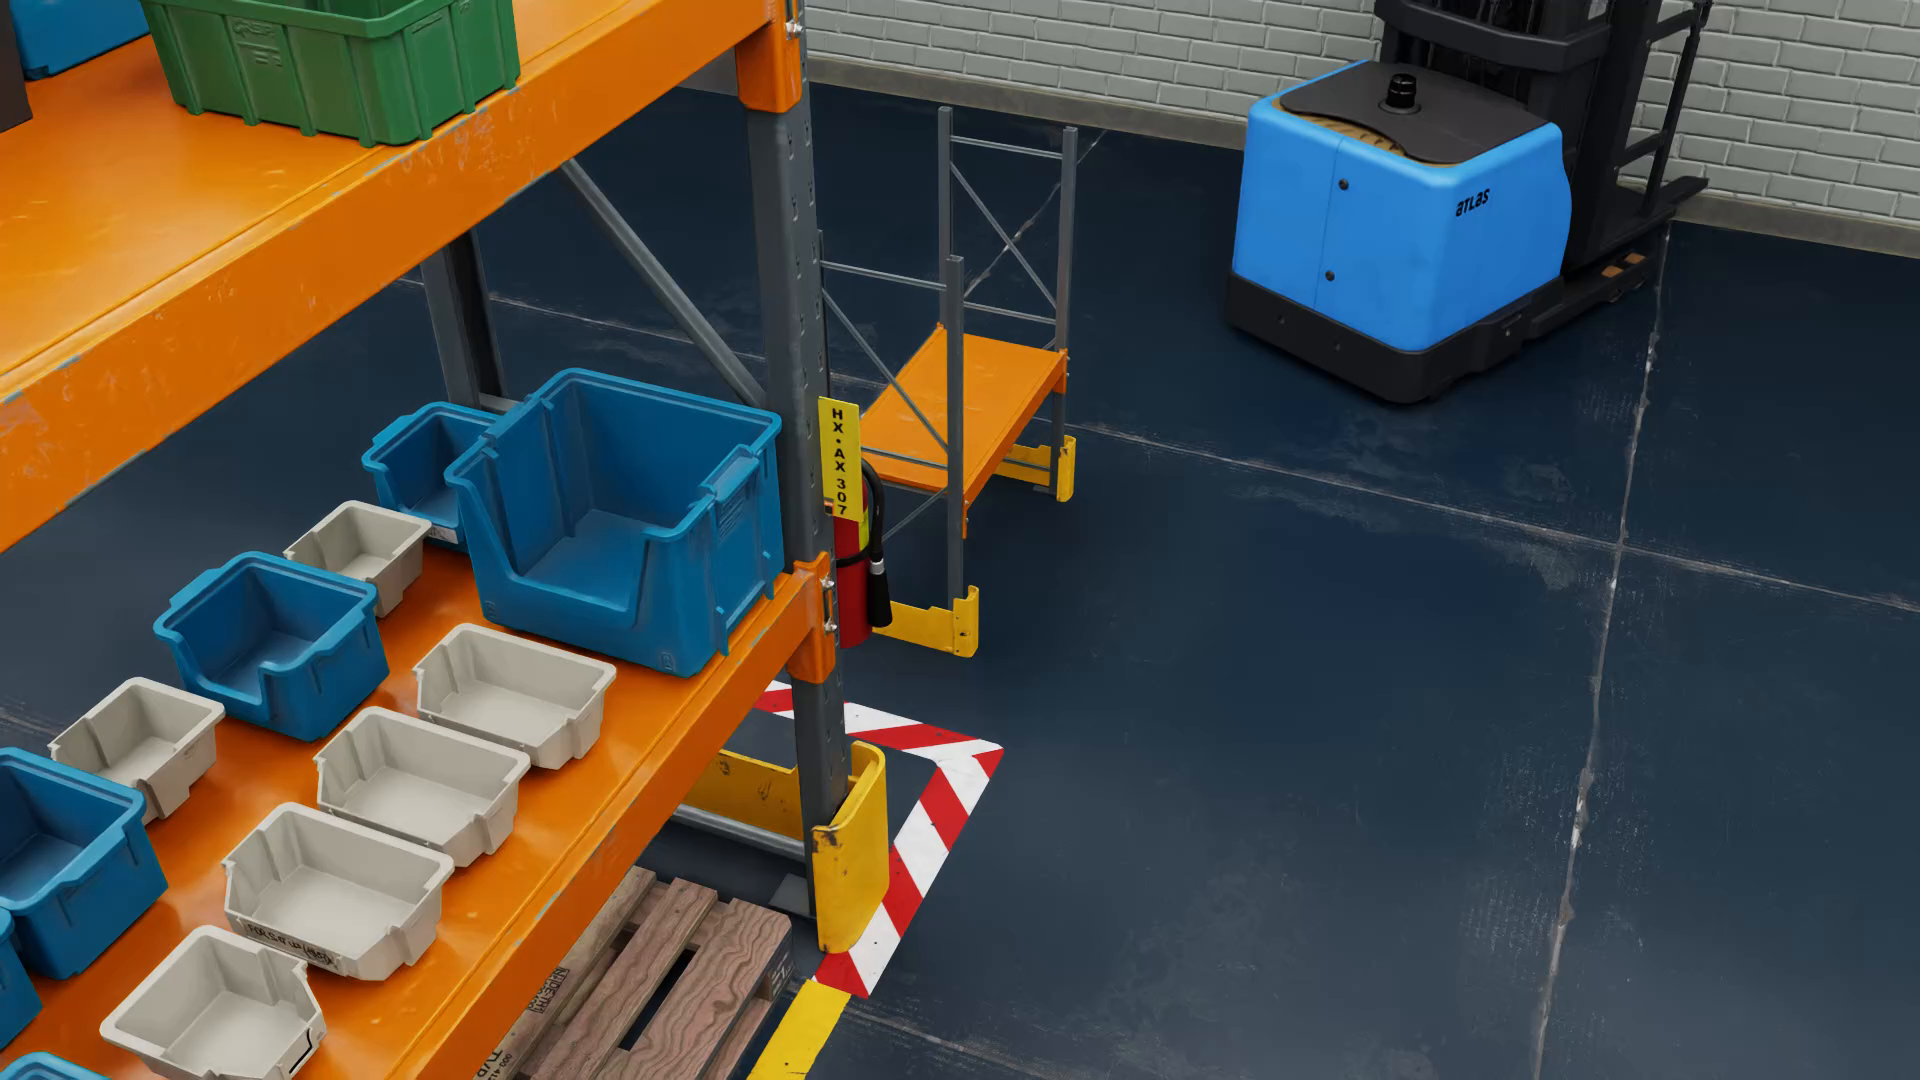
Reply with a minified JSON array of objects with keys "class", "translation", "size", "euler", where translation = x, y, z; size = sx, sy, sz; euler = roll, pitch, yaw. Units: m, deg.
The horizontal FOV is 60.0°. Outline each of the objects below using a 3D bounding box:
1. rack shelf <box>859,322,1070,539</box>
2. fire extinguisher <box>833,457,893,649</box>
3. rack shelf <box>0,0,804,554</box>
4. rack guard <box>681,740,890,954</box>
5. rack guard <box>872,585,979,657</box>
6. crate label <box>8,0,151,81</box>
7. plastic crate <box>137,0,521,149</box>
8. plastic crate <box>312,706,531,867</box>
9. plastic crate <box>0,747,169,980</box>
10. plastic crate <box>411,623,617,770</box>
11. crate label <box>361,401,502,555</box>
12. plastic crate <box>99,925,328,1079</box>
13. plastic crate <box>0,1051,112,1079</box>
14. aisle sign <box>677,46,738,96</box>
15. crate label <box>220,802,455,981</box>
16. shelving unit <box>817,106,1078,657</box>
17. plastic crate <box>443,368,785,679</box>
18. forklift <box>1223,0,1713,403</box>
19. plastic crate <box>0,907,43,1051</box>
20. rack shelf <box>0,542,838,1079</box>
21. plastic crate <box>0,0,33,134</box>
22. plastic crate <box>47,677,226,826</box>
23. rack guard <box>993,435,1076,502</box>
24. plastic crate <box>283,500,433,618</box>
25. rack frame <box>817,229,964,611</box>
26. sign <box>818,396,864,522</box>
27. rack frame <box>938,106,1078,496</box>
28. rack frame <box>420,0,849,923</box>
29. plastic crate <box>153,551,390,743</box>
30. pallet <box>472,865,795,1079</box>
[{"class":"rack shelf","translation":[-0.032,-0.409,5.845],"size":[0.538,0.185,1.000],"euler":[14,39,18]},{"class":"fire extinguisher","translation":[-0.313,-0.034,4.166],"size":[0.296,0.674,0.183],"euler":[14,39,18]},{"class":"rack shelf","translation":[-1.551,-0.041,1.894],"size":[1.077,0.370,4.000],"euler":[14,39,18]},{"class":"rack guard","translation":[-0.793,0.750,4.829],"size":[1.175,0.500,0.348],"euler":[14,39,18]},{"class":"rack guard","translation":[-0.219,0.218,5.750],"size":[0.587,0.250,0.087],"euler":[14,39,18]},{"class":"crate label","translation":[-1.440,-0.939,2.620],"size":[0.408,0.251,0.502],"euler":[14,39,18]},{"class":"plastic crate","translation":[-0.901,-0.740,2.406],"size":[0.450,0.188,0.336],"euler":[14,39,18]},{"class":"plastic crate","translation":[-1.057,0.497,3.250],"size":[0.396,0.136,0.243],"euler":[14,39,18]},{"class":"plastic crate","translation":[-1.690,0.599,3.033],"size":[0.416,0.233,0.300],"euler":[14,39,18]},{"class":"plastic crate","translation":[-0.933,0.340,3.460],"size":[0.396,0.136,0.243],"euler":[14,39,18]},{"class":"crate label","translation":[-1.189,-0.130,4.008],"size":[0.416,0.233,0.303],"euler":[14,39,18]},{"class":"plastic crate","translation":[-1.236,0.825,2.811],"size":[0.298,0.136,0.250],"euler":[14,39,18]},{"class":"plastic crate","translation":[-1.335,1.004,2.491],"size":[0.416,0.233,0.300],"euler":[14,39,18]},{"class":"aisle sign","translation":[-0.492,-1.249,3.244],"size":[0.394,0.787,0.004],"euler":[14,39,18]},{"class":"crate label","translation":[-1.140,0.657,3.036],"size":[0.396,0.136,0.243],"euler":[14,39,18]},{"class":"shelving unit","translation":[-0.029,-0.559,5.745],"size":[0.587,1.500,1.083],"euler":[14,39,18]},{"class":"plastic crate","translation":[-0.745,-0.045,3.725],"size":[0.616,0.435,0.499],"euler":[14,39,18]},{"class":"forklift","translation":[2.624,-2.489,7.132],"size":[3.031,2.935,1.130],"euler":[-28,45,-32]},{"class":"plastic crate","translation":[-1.804,0.765,2.810],"size":[0.416,0.233,0.300],"euler":[14,39,18]},{"class":"rack shelf","translation":[-1.551,1.161,2.792],"size":[1.077,0.370,4.000],"euler":[14,39,18]},{"class":"plastic crate","translation":[-1.626,-0.628,2.131],"size":[0.504,0.338,0.767],"euler":[14,39,18]},{"class":"plastic crate","translation":[-1.645,0.443,3.322],"size":[0.250,0.136,0.298],"euler":[14,39,18]},{"class":"rack guard","translation":[0.160,-0.334,6.488],"size":[0.587,0.250,0.087],"euler":[14,39,18]},{"class":"plastic crate","translation":[-1.387,0.067,3.825],"size":[0.250,0.136,0.298],"euler":[14,39,18]},{"class":"rack frame","translation":[-0.226,-0.272,5.361],"size":[0.500,1.500,0.032],"euler":[14,39,18]},{"class":"sign","translation":[-0.275,-0.184,3.854],"size":[0.100,0.325,0.005],"euler":[14,39,18]},{"class":"rack frame","translation":[0.161,-0.835,6.114],"size":[0.500,1.500,0.032],"euler":[14,39,18]},{"class":"rack frame","translation":[-0.790,-0.235,4.058],"size":[1.000,3.000,0.127],"euler":[14,39,18]},{"class":"plastic crate","translation":[-1.439,0.235,3.520],"size":[0.416,0.233,0.300],"euler":[14,39,18]},{"class":"pallet","translation":[-1.140,1.330,4.294],"size":[1.003,0.211,1.213],"euler":[14,39,18]}]
